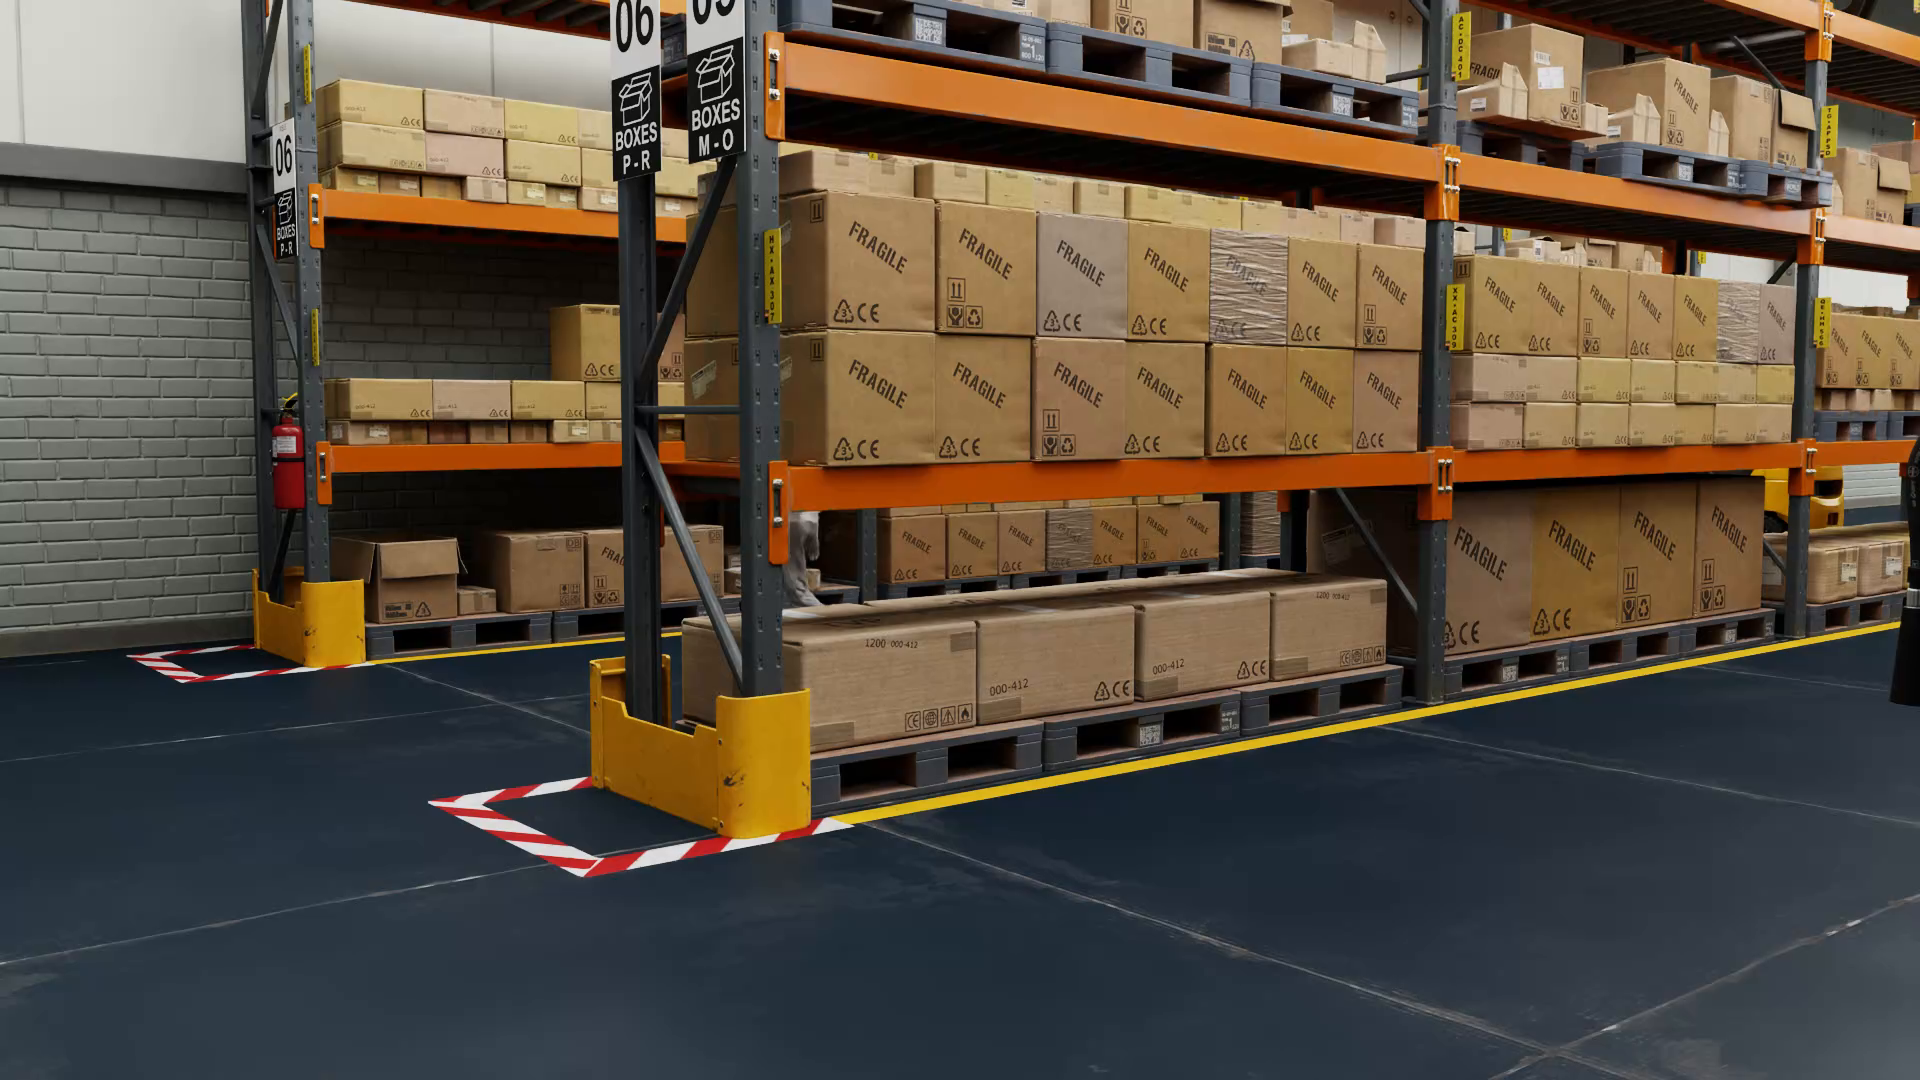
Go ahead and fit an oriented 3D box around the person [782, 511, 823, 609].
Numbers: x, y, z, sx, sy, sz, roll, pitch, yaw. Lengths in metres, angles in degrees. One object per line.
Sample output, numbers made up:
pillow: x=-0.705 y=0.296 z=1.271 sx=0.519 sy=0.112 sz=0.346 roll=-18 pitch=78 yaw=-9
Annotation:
person: x=-1.003 y=-0.068 z=9.562 sx=0.983 sy=1.638 sz=0.529 roll=2 pitch=5 yaw=21
